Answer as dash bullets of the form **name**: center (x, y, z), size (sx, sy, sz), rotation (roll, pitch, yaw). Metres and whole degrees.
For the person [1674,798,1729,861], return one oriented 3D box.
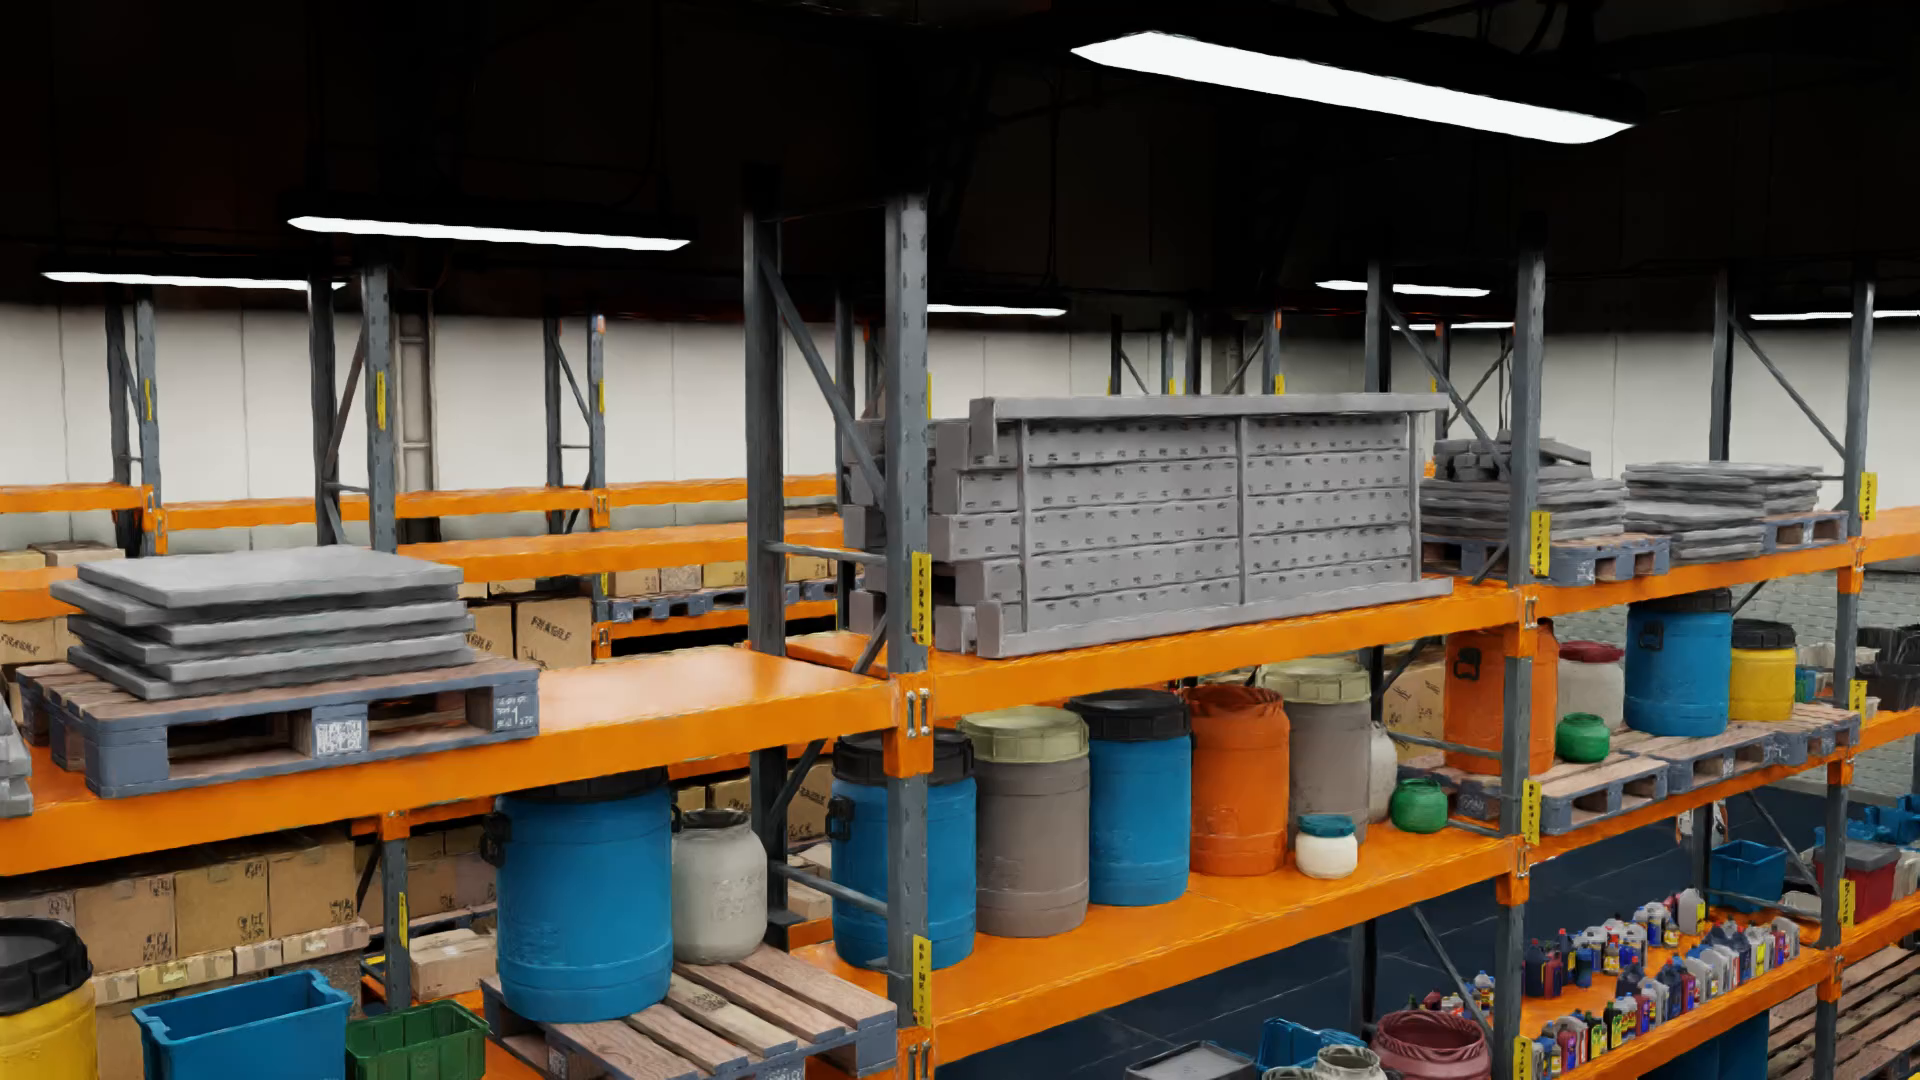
- **person**: center (7.169, 2.812, 16.151), size (1.090, 1.583, 0.497), rotation (-4, 7, -37)
